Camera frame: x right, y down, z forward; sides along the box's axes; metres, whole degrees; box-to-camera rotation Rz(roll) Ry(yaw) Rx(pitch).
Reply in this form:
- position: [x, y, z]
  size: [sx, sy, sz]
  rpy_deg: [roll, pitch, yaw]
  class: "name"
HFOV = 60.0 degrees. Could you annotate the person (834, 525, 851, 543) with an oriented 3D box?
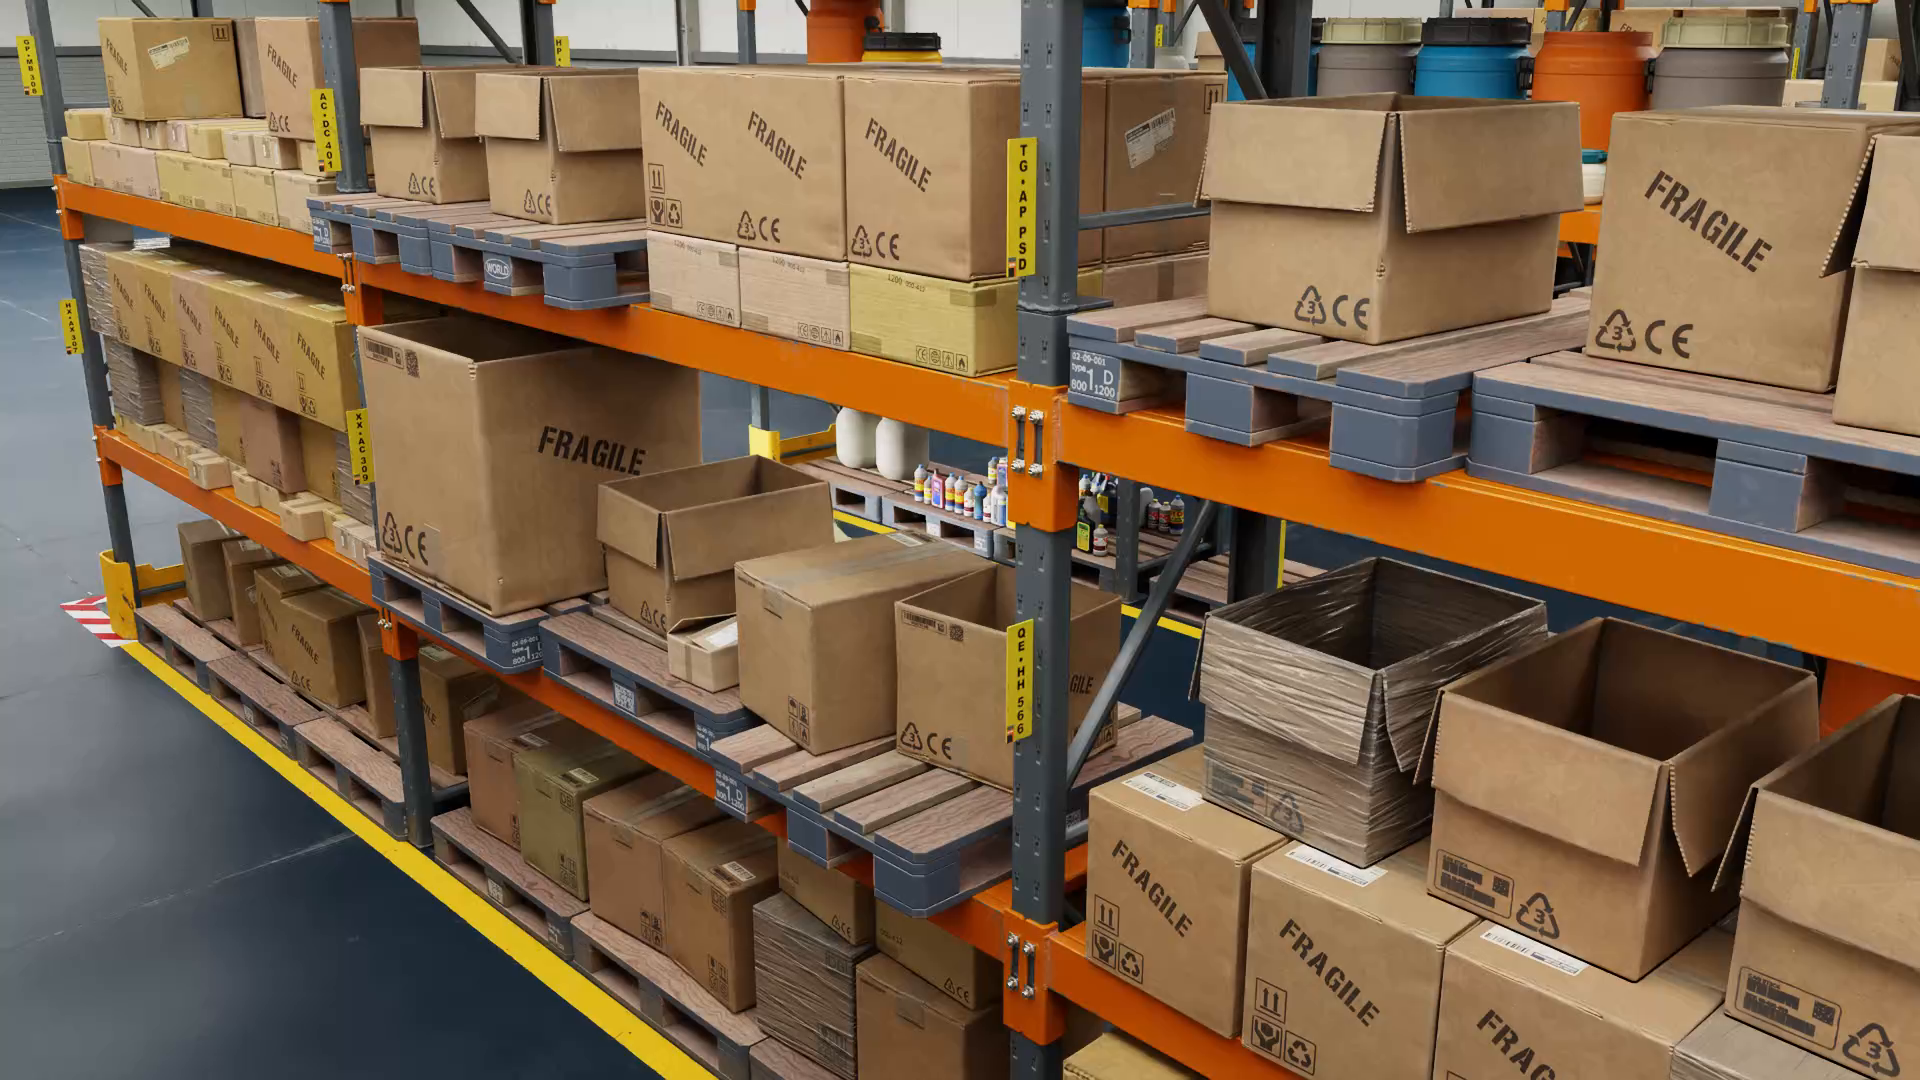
- position: [-0.825, 0.267, 9.898]
  size: [0.491, 0.962, 0.792]
  rpy_deg: [-16, 23, -41]
  class: "person"
